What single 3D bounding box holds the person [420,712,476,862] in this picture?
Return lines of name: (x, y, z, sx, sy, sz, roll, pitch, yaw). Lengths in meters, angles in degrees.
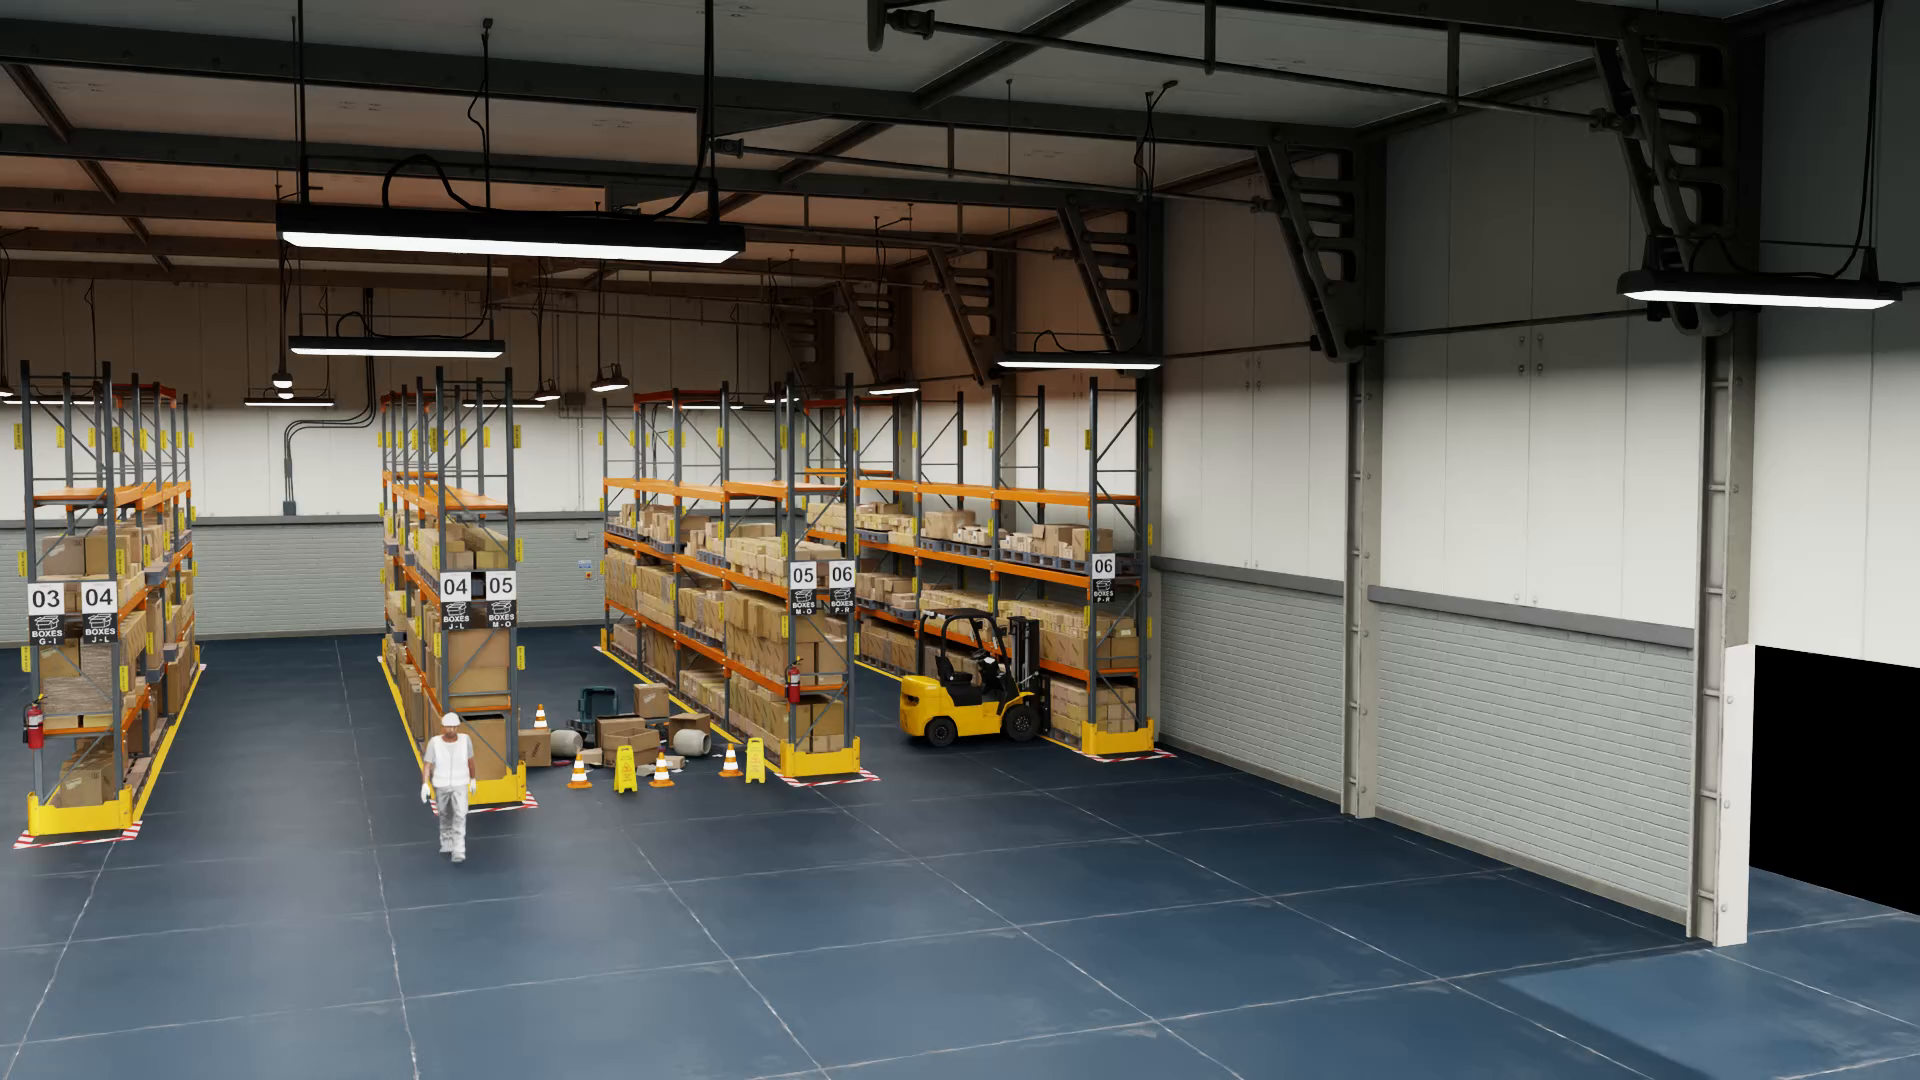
person: (-6.077, 2.925, 19.759, 0.636, 1.739, 0.974, -1, 4, -17)
